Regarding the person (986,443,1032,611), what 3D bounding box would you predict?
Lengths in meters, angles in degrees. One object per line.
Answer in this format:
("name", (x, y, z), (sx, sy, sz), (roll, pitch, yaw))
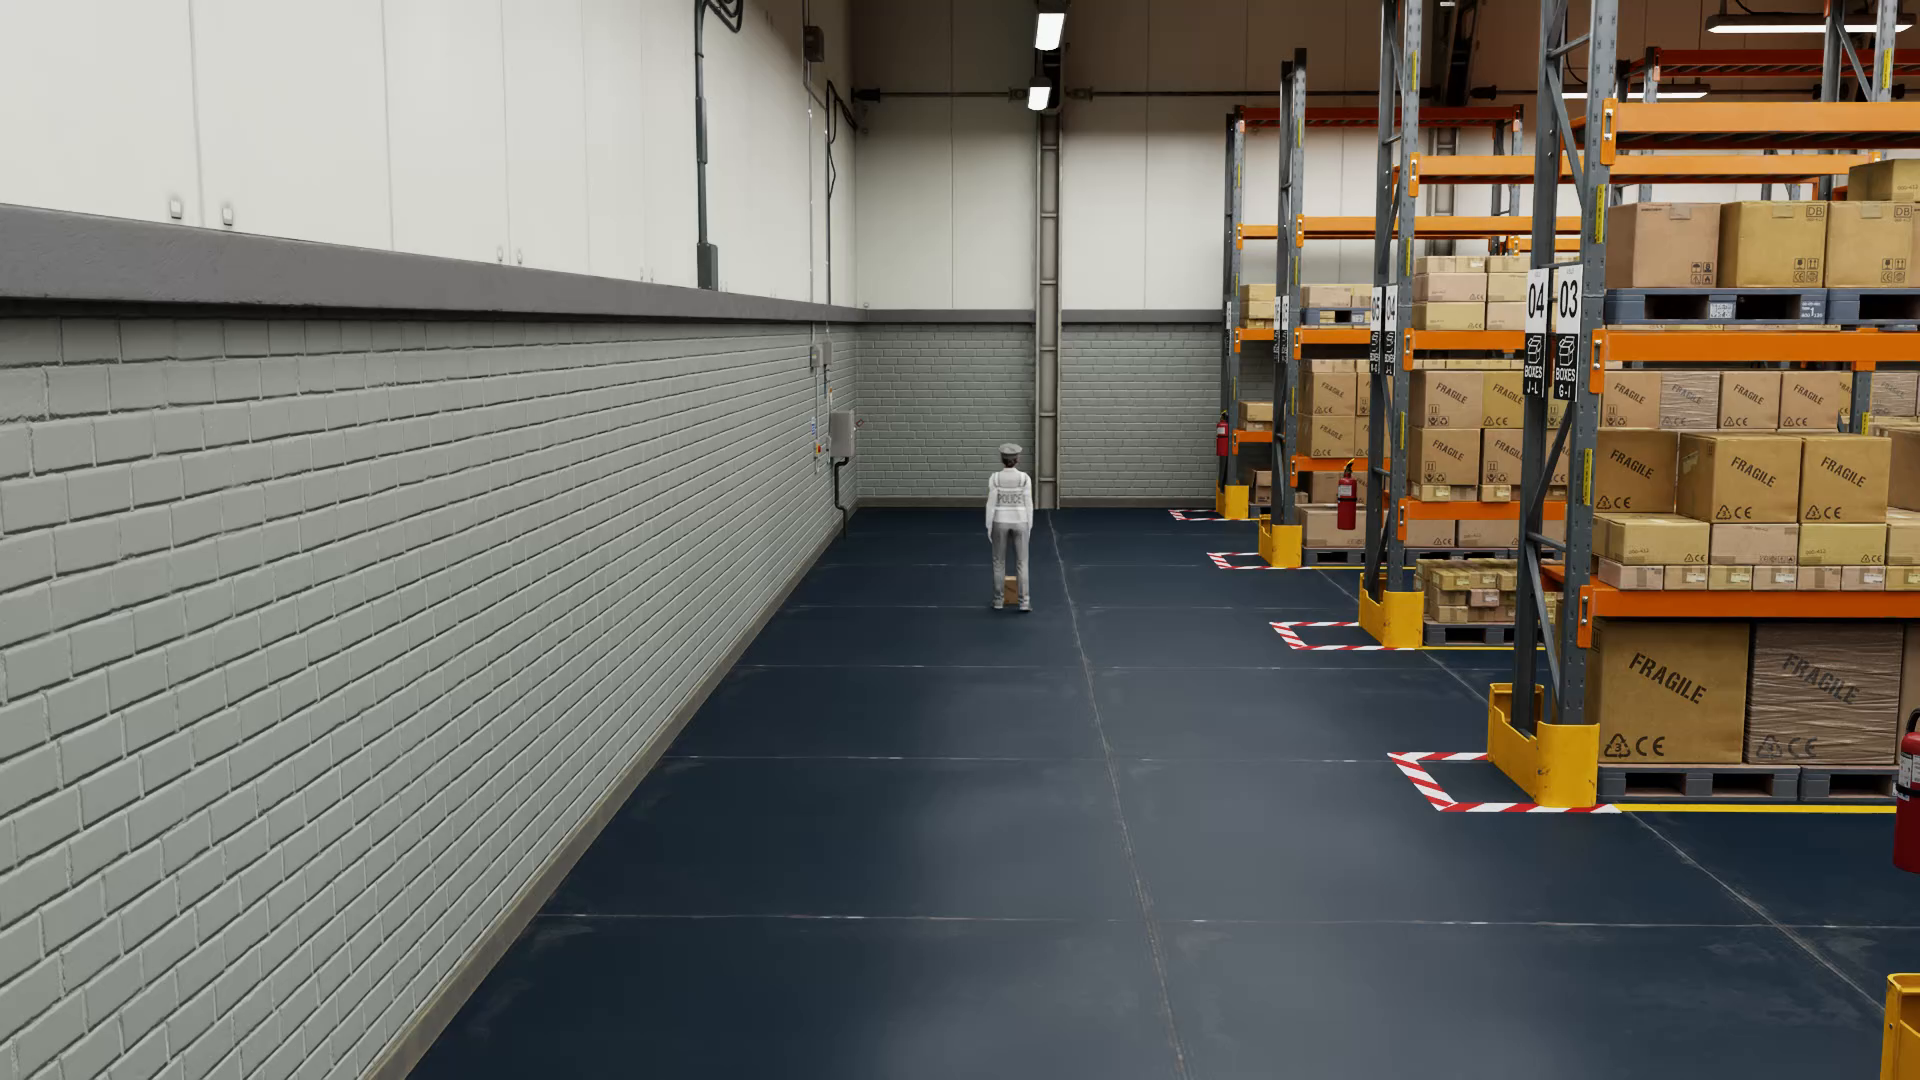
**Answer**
("person", (0.492, -0.119, 16.713), (0.466, 1.703, 0.350), (0, 7, 3))
